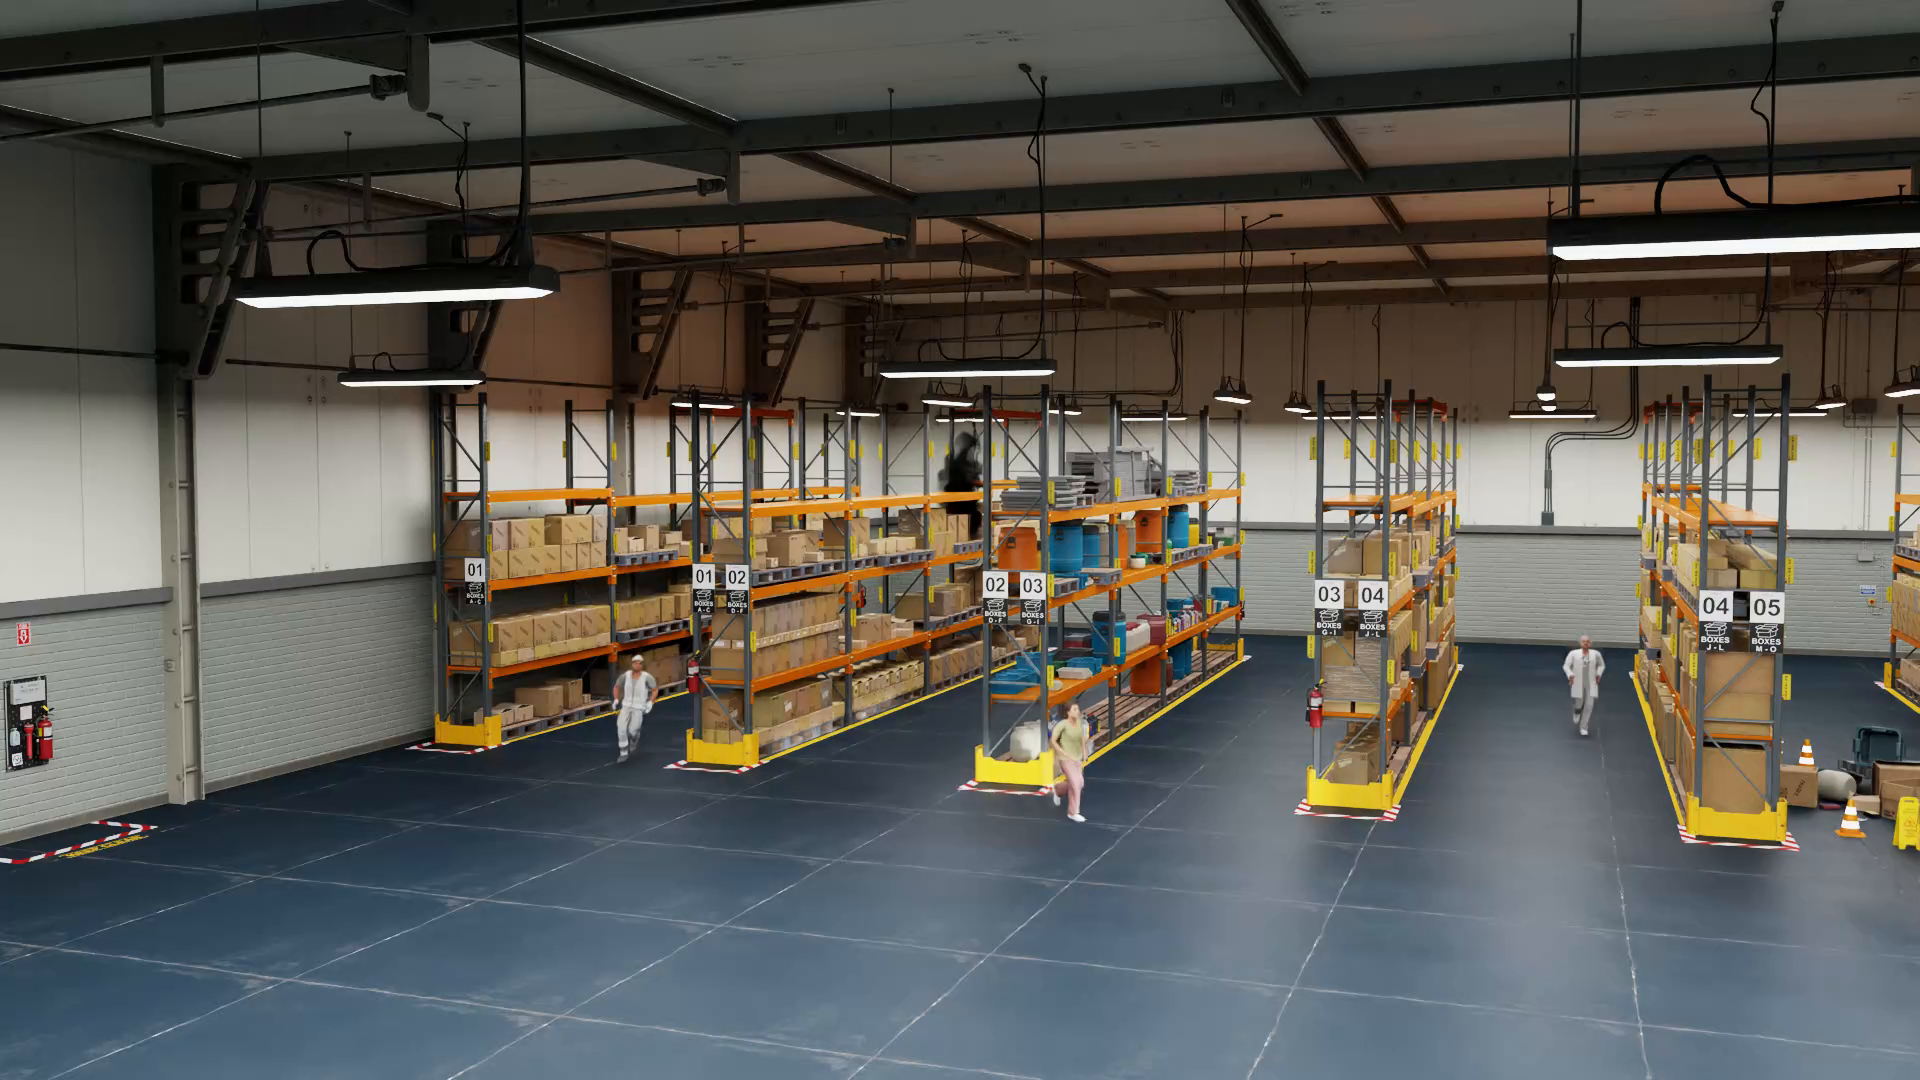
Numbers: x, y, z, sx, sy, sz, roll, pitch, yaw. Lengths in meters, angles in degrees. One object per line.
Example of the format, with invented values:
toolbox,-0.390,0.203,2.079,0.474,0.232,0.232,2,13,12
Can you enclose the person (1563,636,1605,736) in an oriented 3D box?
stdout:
person,11.083,2.564,29.502,0.708,1.740,0.789,1,3,13

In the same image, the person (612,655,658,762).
person,-5.270,2.718,26.903,0.714,1.732,0.562,0,3,4

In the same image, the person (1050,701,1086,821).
person,1.456,2.994,22.709,0.598,1.629,0.657,-2,4,-38
